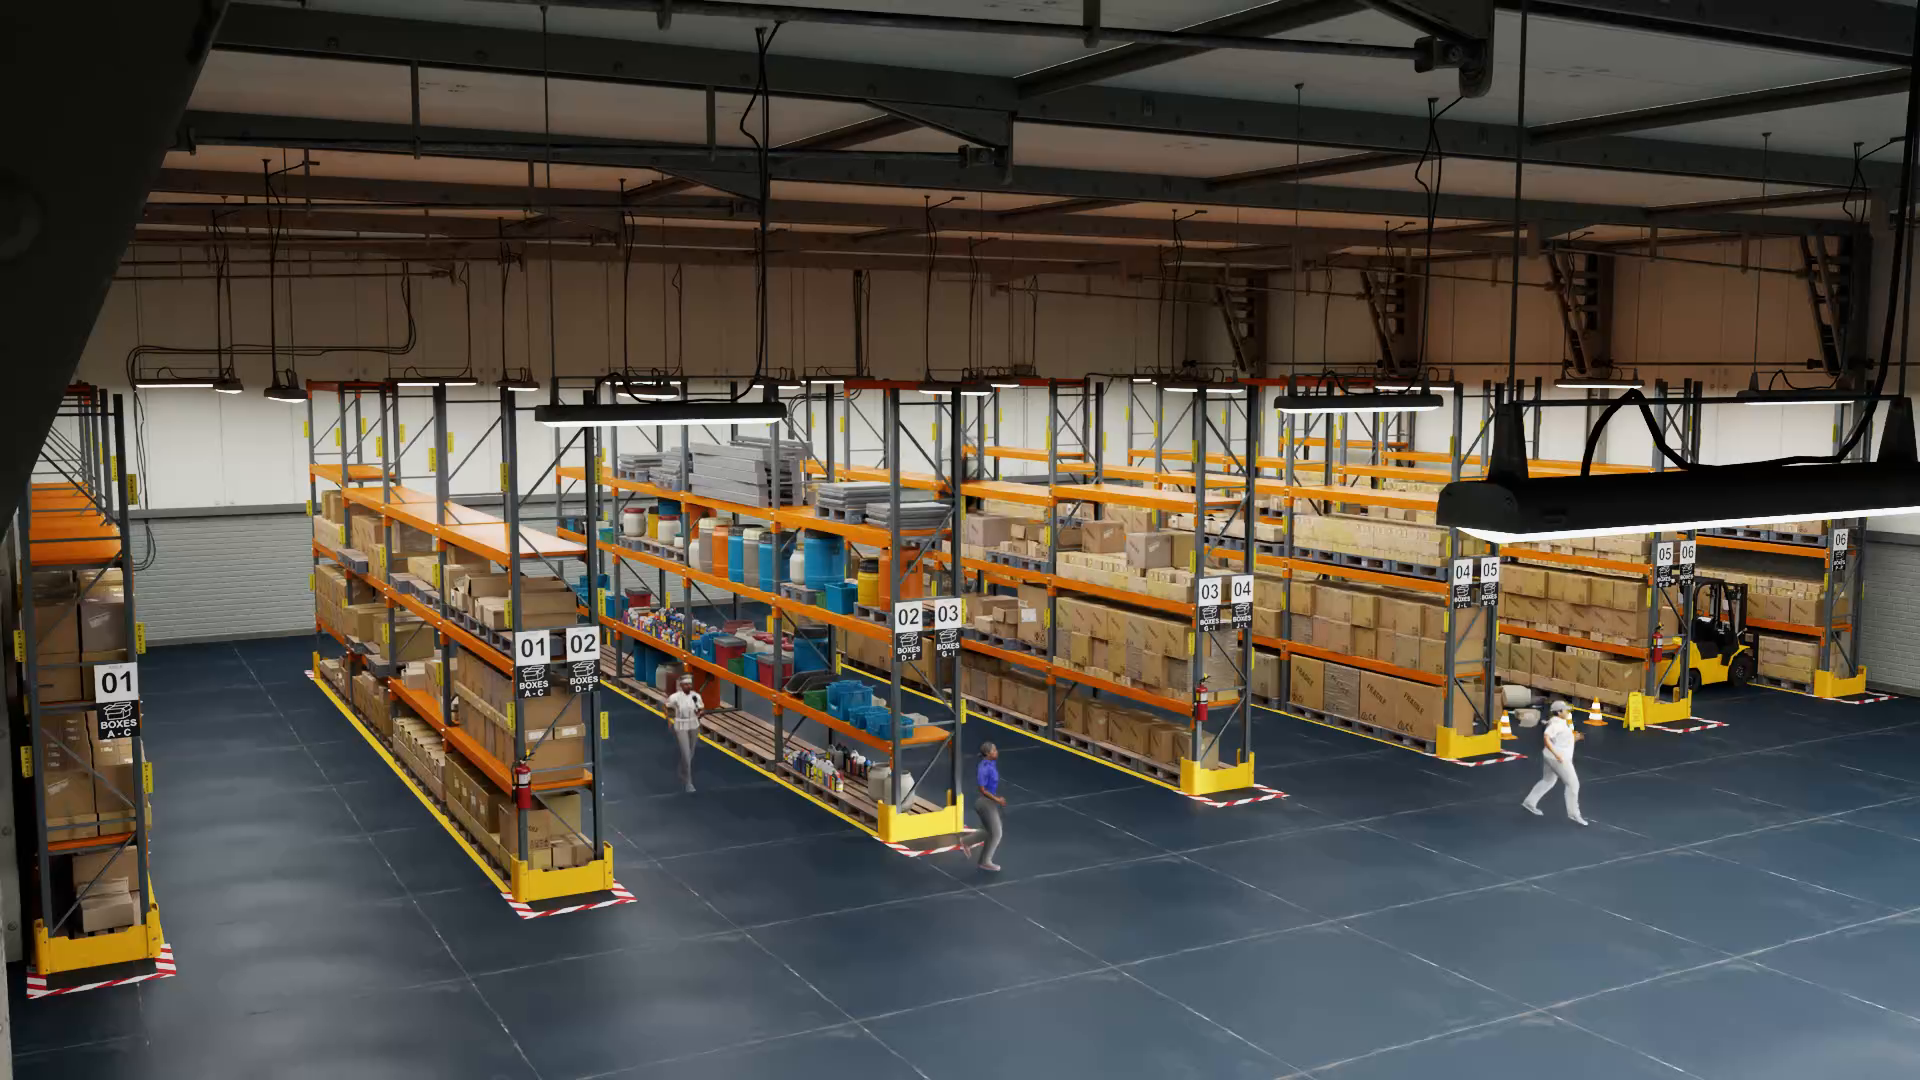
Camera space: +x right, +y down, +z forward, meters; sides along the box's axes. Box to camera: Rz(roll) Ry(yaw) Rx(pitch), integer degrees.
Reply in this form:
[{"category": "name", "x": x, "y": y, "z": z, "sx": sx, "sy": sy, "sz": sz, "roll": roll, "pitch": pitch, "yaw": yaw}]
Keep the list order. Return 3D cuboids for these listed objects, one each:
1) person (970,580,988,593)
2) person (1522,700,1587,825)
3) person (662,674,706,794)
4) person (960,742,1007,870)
[{"category": "person", "x": 0.553, "y": 1.031, "z": 41.967, "sx": 0.763, "sy": 1.689, "sz": 0.599, "roll": 0, "pitch": 6, "yaw": -2}, {"category": "person", "x": 8.230, "y": 3.060, "z": 22.952, "sx": 0.844, "sy": 1.709, "sz": 0.590, "roll": 1, "pitch": 6, "yaw": 6}, {"category": "person", "x": -4.087, "y": 2.845, "z": 24.799, "sx": 0.557, "sy": 1.738, "sz": 0.835, "roll": -4, "pitch": 7, "yaw": -34}, {"category": "person", "x": 0.299, "y": 3.330, "z": 20.901, "sx": 0.599, "sy": 1.605, "sz": 0.612, "roll": 0, "pitch": 6, "yaw": 4}]
